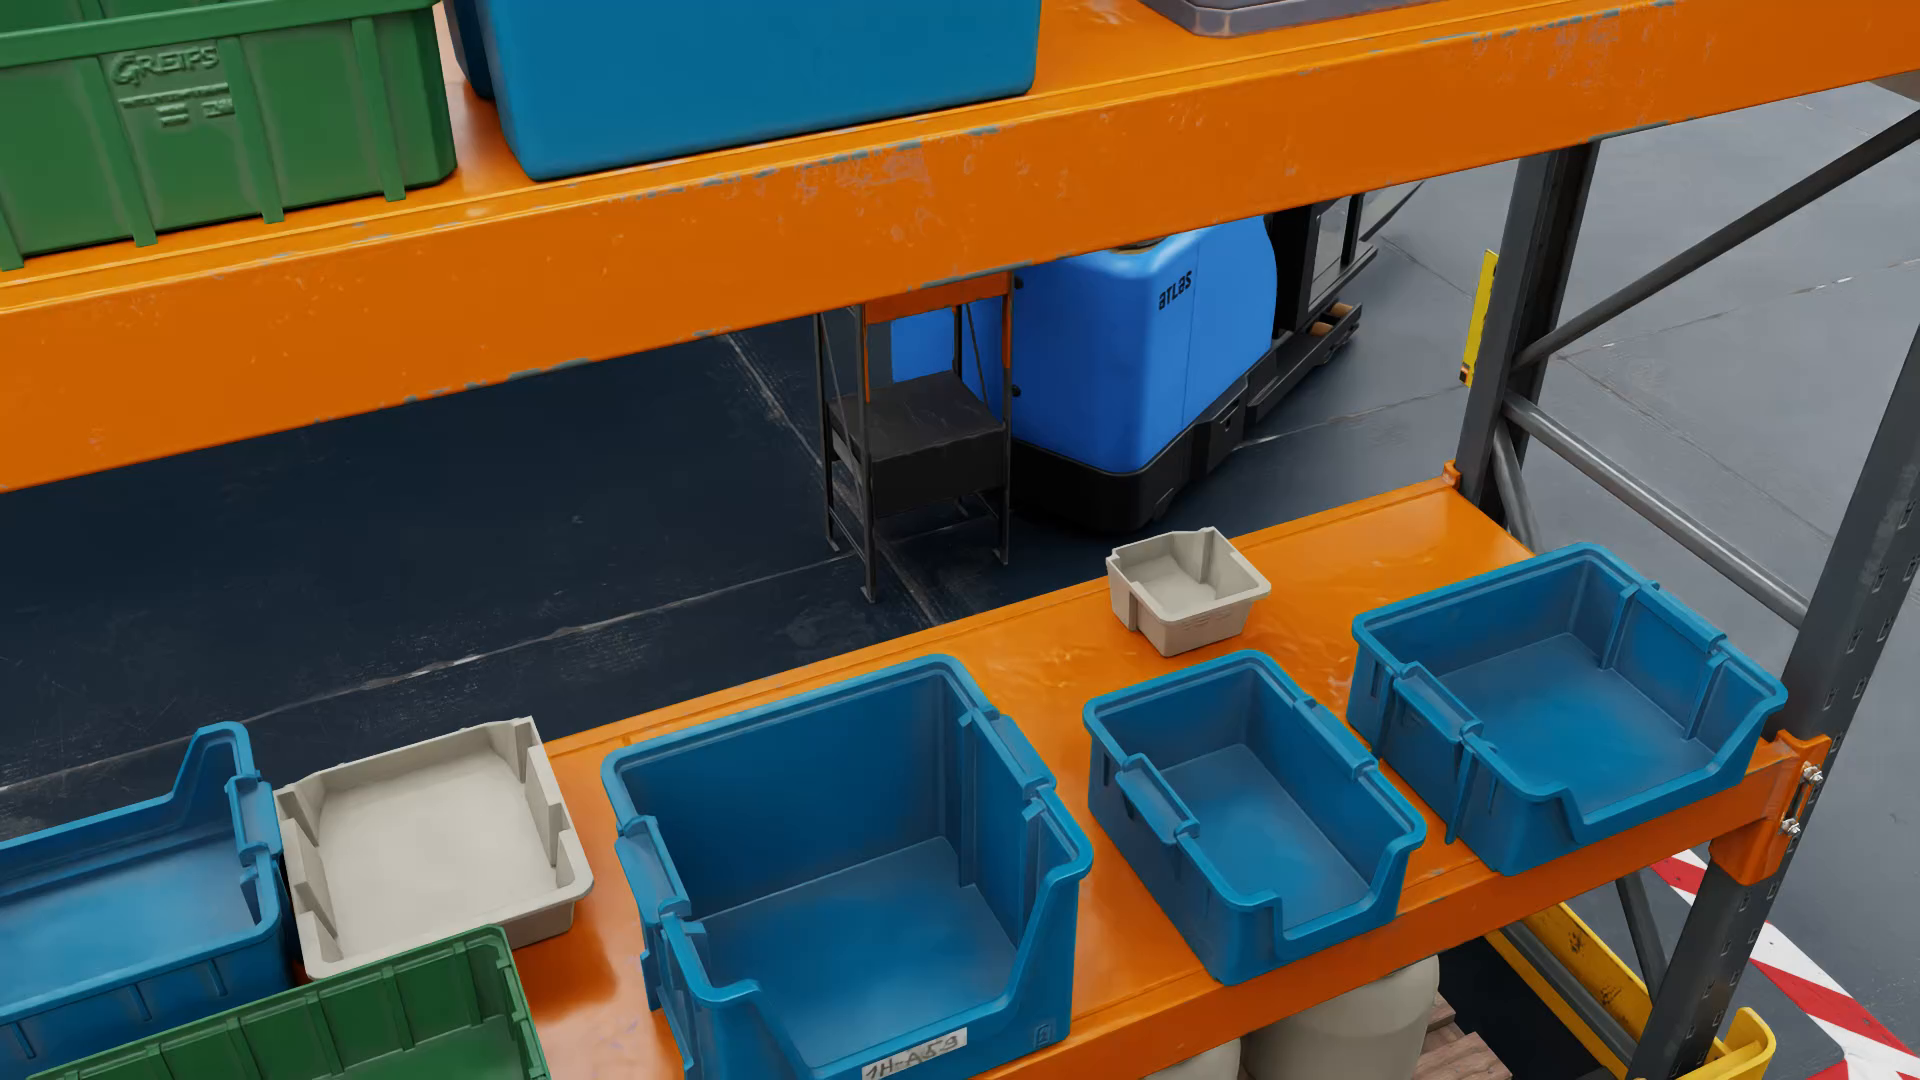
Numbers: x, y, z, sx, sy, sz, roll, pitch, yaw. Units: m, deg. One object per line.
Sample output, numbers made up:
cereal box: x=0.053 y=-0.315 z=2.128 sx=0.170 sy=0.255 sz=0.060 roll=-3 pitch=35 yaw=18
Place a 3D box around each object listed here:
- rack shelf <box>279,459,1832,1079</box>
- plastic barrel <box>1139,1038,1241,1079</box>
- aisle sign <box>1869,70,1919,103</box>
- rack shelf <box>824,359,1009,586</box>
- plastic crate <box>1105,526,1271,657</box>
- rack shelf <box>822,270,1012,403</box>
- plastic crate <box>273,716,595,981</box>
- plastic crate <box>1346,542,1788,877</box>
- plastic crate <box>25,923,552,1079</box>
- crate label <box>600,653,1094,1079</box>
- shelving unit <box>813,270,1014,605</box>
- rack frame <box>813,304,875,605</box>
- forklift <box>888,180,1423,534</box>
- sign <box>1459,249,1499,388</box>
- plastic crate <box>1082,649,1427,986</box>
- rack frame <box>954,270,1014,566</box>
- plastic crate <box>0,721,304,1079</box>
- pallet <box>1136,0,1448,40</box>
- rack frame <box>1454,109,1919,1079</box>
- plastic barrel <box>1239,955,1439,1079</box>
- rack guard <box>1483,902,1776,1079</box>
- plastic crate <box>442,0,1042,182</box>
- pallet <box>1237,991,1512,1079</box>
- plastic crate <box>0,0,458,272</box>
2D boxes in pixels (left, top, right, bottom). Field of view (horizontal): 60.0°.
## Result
rack shelf: x=-0.429 y=0.737 z=2.842 sx=4.000 sy=0.370 sz=1.077 roll=-16 pitch=39 yaw=-20
plastic barrel: x=0.365 y=1.107 z=3.475 sx=0.421 sy=0.512 sz=0.421 roll=0 pitch=37 yaw=0
aisle sign: x=1.573 y=-0.960 z=2.345 sx=0.004 sy=0.787 sz=0.394 roll=-16 pitch=39 yaw=-20
rack shelf: x=-0.150 y=-0.228 z=5.493 sx=0.480 sy=0.518 sz=0.431 roll=-16 pitch=39 yaw=-20
plastic crate: x=0.435 y=0.101 z=3.318 sx=0.250 sy=0.136 sz=0.298 roll=-16 pitch=39 yaw=-20
rack shelf: x=-0.150 y=-0.790 z=5.076 sx=0.480 sy=0.518 sz=0.431 roll=-16 pitch=39 yaw=-20
plastic crate: x=-0.877 y=0.513 z=2.762 sx=0.437 sy=0.136 sz=0.530 roll=-16 pitch=39 yaw=-20
plastic crate: x=1.056 y=0.290 z=2.966 sx=0.616 sy=0.251 sz=0.499 roll=-16 pitch=39 yaw=-20
plastic crate: x=-0.891 y=0.848 z=2.267 sx=0.662 sy=0.188 sz=0.450 roll=-16 pitch=39 yaw=-20
crate label: x=-0.170 y=0.539 z=2.475 sx=0.616 sy=0.435 sz=0.502 roll=-16 pitch=39 yaw=-20
shelving unit: x=-0.150 y=-0.801 z=5.068 sx=0.503 sy=2.100 sz=0.431 roll=-16 pitch=39 yaw=-20
rack frame: x=-0.371 y=-0.740 z=4.985 sx=0.015 sy=2.100 sz=0.400 roll=-16 pitch=39 yaw=-20
forklift: x=0.991 y=-2.035 z=6.033 sx=1.130 sy=2.935 sz=3.031 roll=22 pitch=42 yaw=27
sign: x=1.152 y=-0.467 z=3.630 sx=0.005 sy=0.325 sz=0.100 roll=-16 pitch=39 yaw=-20
plastic crate: x=0.465 y=0.451 z=2.749 sx=0.408 sy=0.251 sz=0.499 roll=-16 pitch=39 yaw=-20
rack frame: x=0.071 y=-0.863 z=5.151 sx=0.015 sy=2.100 sz=0.400 roll=-16 pitch=39 yaw=-20
plastic crate: x=-1.353 y=0.587 z=2.565 sx=0.616 sy=0.251 sz=0.499 roll=-16 pitch=39 yaw=-20
pallet: x=0.591 y=-1.030 z=2.262 sx=1.213 sy=0.211 sz=1.003 roll=-16 pitch=39 yaw=-20
rack frame: x=1.382 y=-0.058 z=3.311 sx=0.127 sy=3.000 sz=1.000 roll=-16 pitch=39 yaw=-20
plastic barrel: x=0.818 y=0.980 z=3.646 sx=0.421 sy=0.512 sz=0.421 roll=0 pitch=37 yaw=0
rack guard: x=1.333 y=0.990 z=3.995 sx=0.348 sy=0.500 sz=1.175 roll=-16 pitch=39 yaw=-20
plastic crate: x=-0.217 y=-0.611 z=1.552 sx=0.575 sy=0.384 sz=0.392 roll=-16 pitch=39 yaw=-20
pallet: x=0.595 y=1.309 z=3.808 sx=1.213 sy=0.211 sz=1.003 roll=-16 pitch=39 yaw=-20
plastic crate: x=-0.695 y=-0.418 z=1.455 sx=0.450 sy=0.188 sz=0.336 roll=-16 pitch=39 yaw=-20
